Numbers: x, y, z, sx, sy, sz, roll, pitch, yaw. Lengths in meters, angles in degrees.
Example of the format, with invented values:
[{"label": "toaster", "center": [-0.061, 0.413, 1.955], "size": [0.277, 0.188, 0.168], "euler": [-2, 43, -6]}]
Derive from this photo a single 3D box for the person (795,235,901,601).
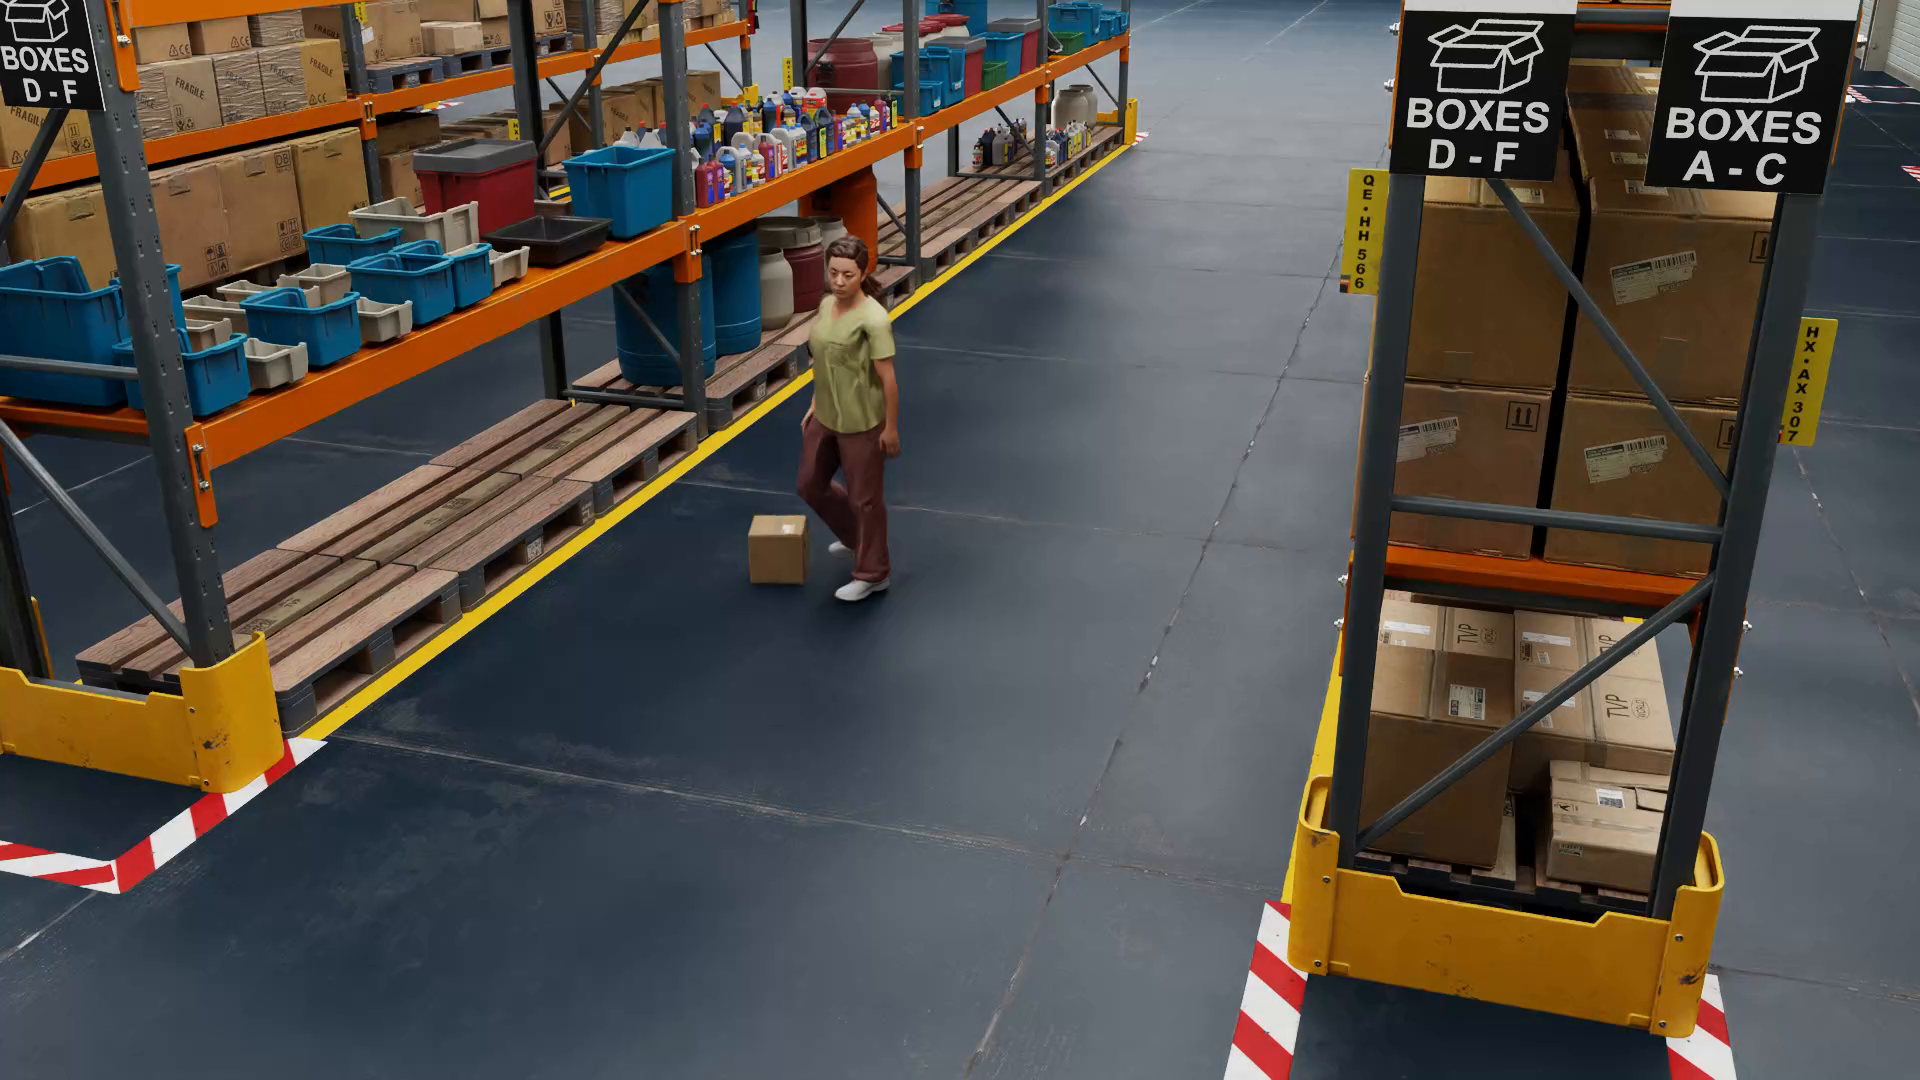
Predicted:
[{"label": "person", "center": [-0.480, -0.549, 7.399], "size": [0.436, 1.667, 0.625], "euler": [-17, 28, -36]}]
